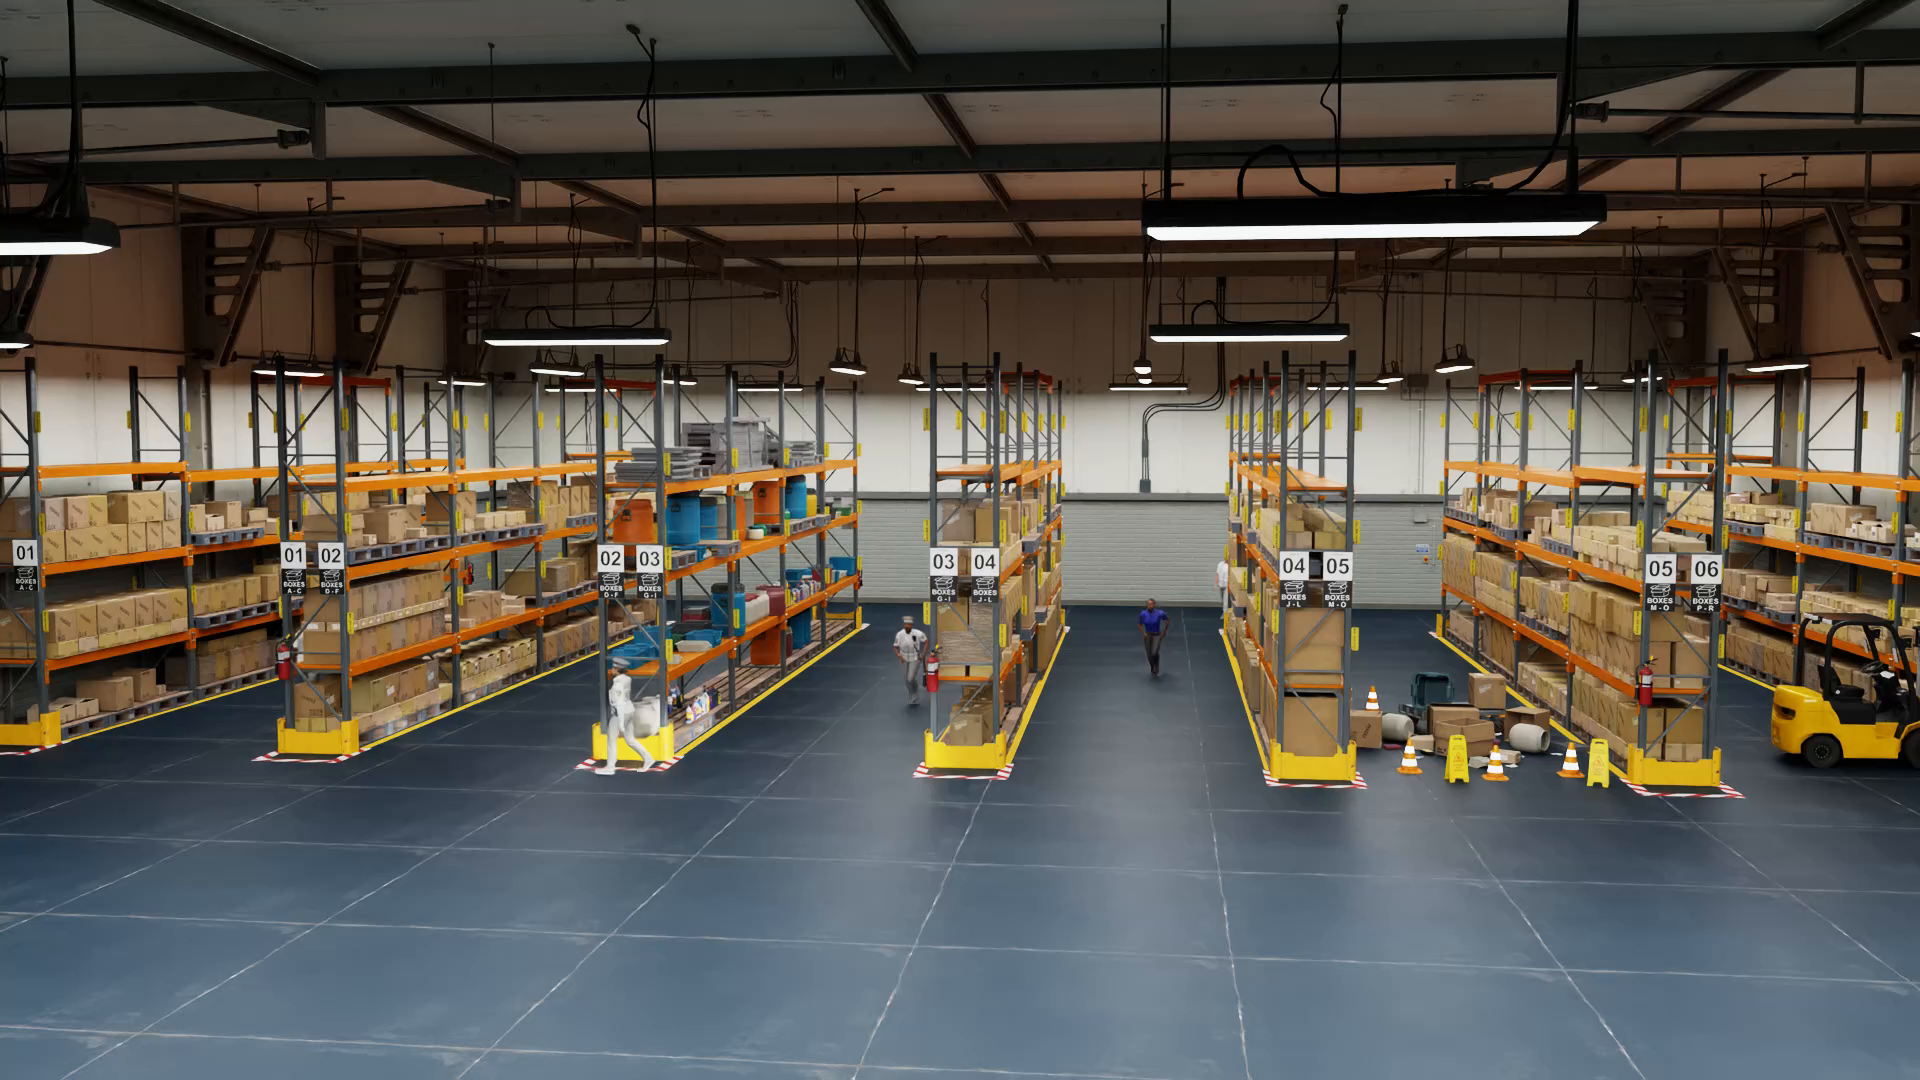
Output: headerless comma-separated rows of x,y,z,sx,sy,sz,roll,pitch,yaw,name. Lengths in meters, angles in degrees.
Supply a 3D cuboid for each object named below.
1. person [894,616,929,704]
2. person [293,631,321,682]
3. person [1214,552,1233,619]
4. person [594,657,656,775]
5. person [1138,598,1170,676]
-0.854,2.121,29.390,0.580,1.614,0.746,1,4,17,person
-11.004,2.110,28.308,0.582,1.720,0.918,1,4,9,person
6.799,1.137,42.342,0.547,1.704,1.085,3,5,34,person
-4.766,2.496,23.634,0.803,1.658,0.488,1,4,12,person
3.816,1.952,32.664,0.609,1.489,0.738,1,4,18,person
